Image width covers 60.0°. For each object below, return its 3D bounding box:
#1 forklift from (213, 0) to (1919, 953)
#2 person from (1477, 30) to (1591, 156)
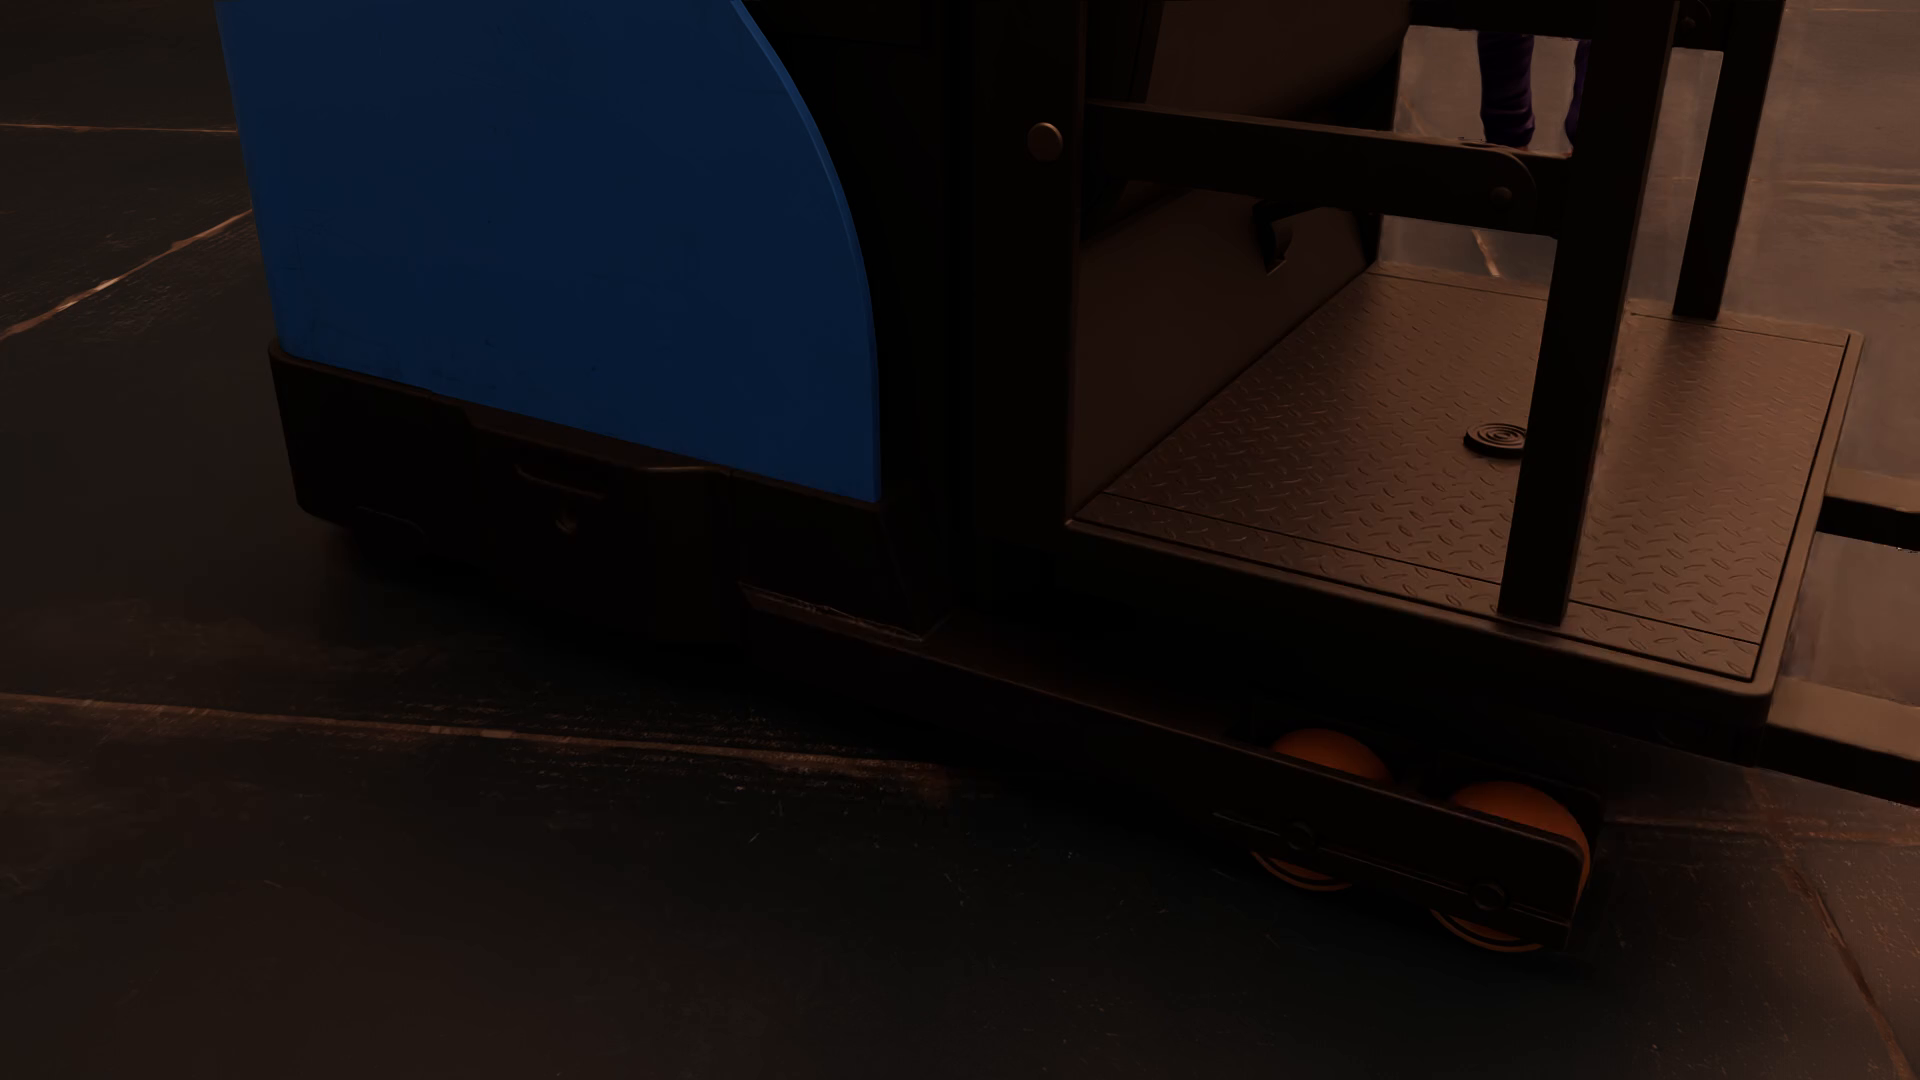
[{"bbox_3d":[0.551,-1.170,1.563,3.031,2.935,1.130,14,30,26],"label":"forklift"},{"bbox_3d":[1.469,-1.619,4.017,0.533,1.574,0.776,5,27,11],"label":"person"}]
